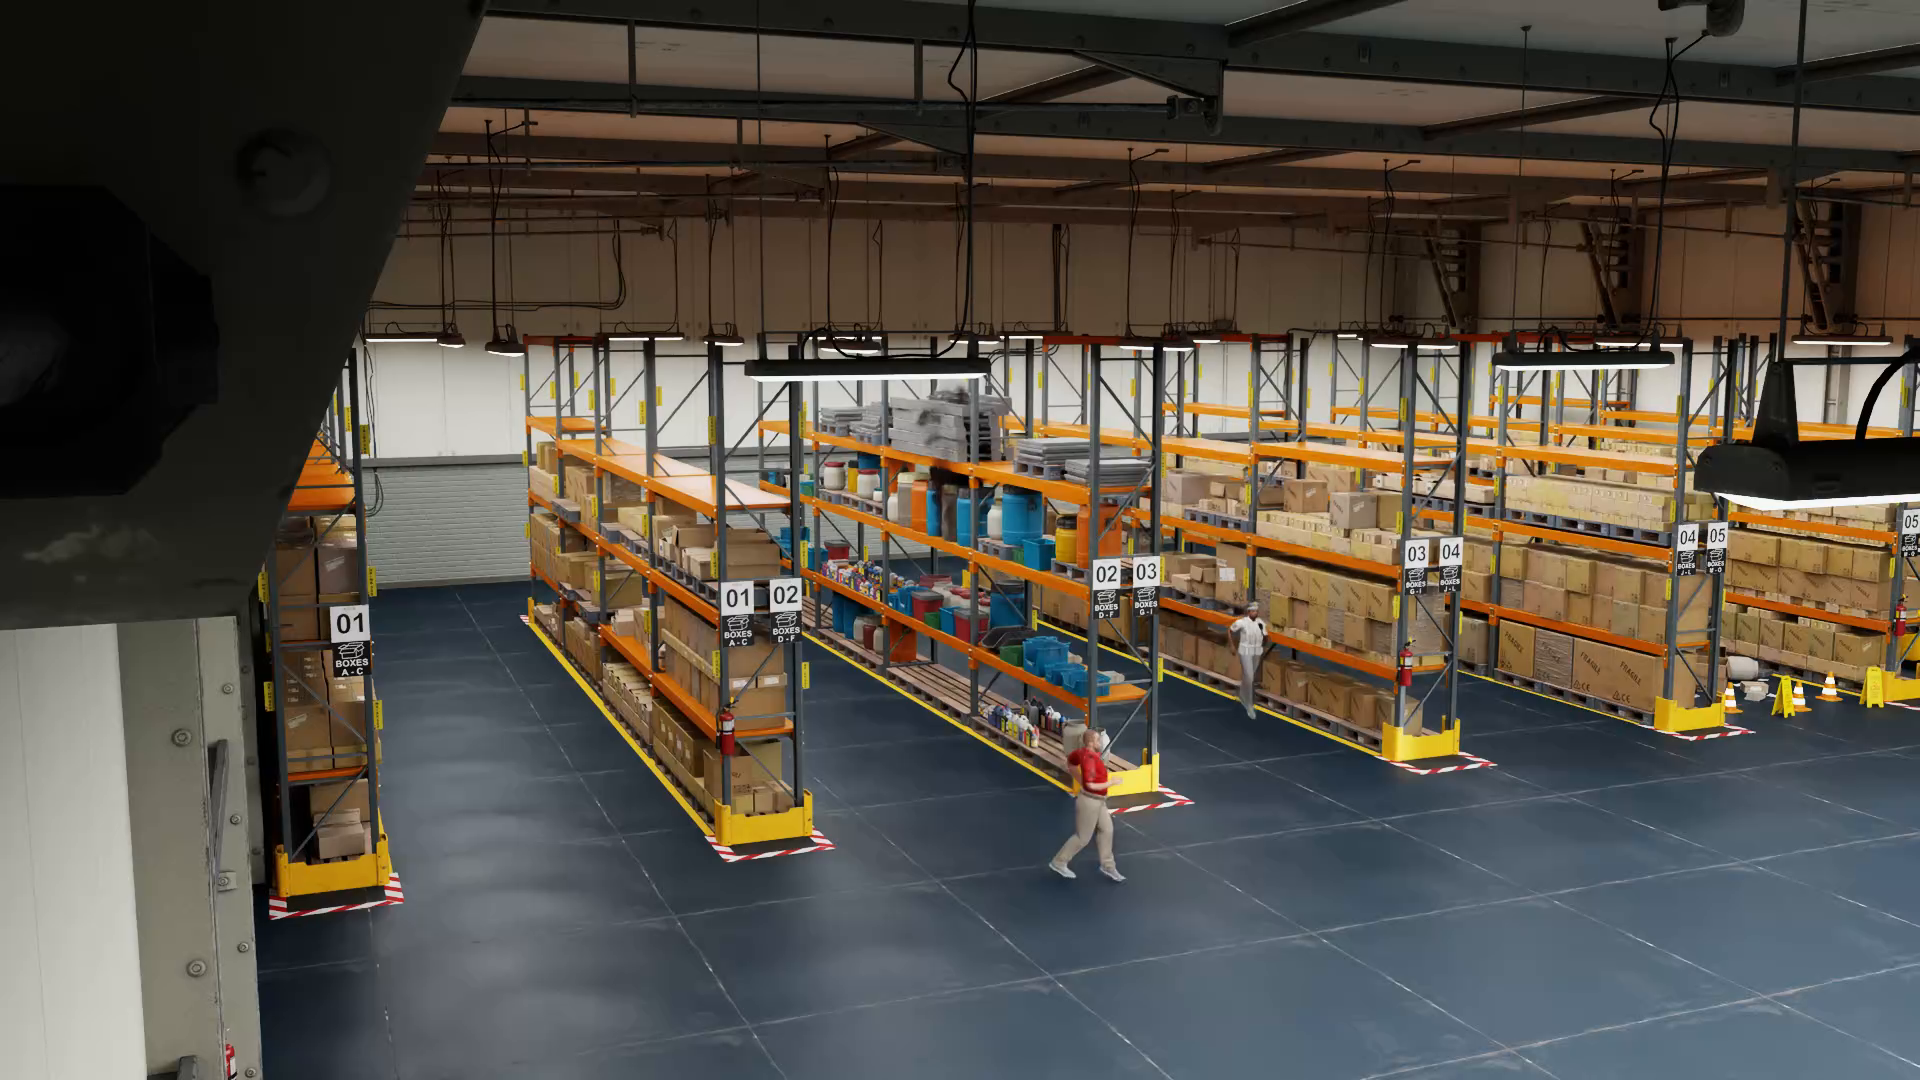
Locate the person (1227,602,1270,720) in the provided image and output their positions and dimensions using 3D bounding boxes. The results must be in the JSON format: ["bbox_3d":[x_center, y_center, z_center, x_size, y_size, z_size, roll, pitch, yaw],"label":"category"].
[{"bbox_3d":[4.483,1.810,25.585,0.554,1.768,0.791,-3,8,-24],"label":"person"}]

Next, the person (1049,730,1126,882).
[{"bbox_3d":[1.439,3.007,18.676,0.865,1.788,0.649,1,8,6],"label":"person"}]
